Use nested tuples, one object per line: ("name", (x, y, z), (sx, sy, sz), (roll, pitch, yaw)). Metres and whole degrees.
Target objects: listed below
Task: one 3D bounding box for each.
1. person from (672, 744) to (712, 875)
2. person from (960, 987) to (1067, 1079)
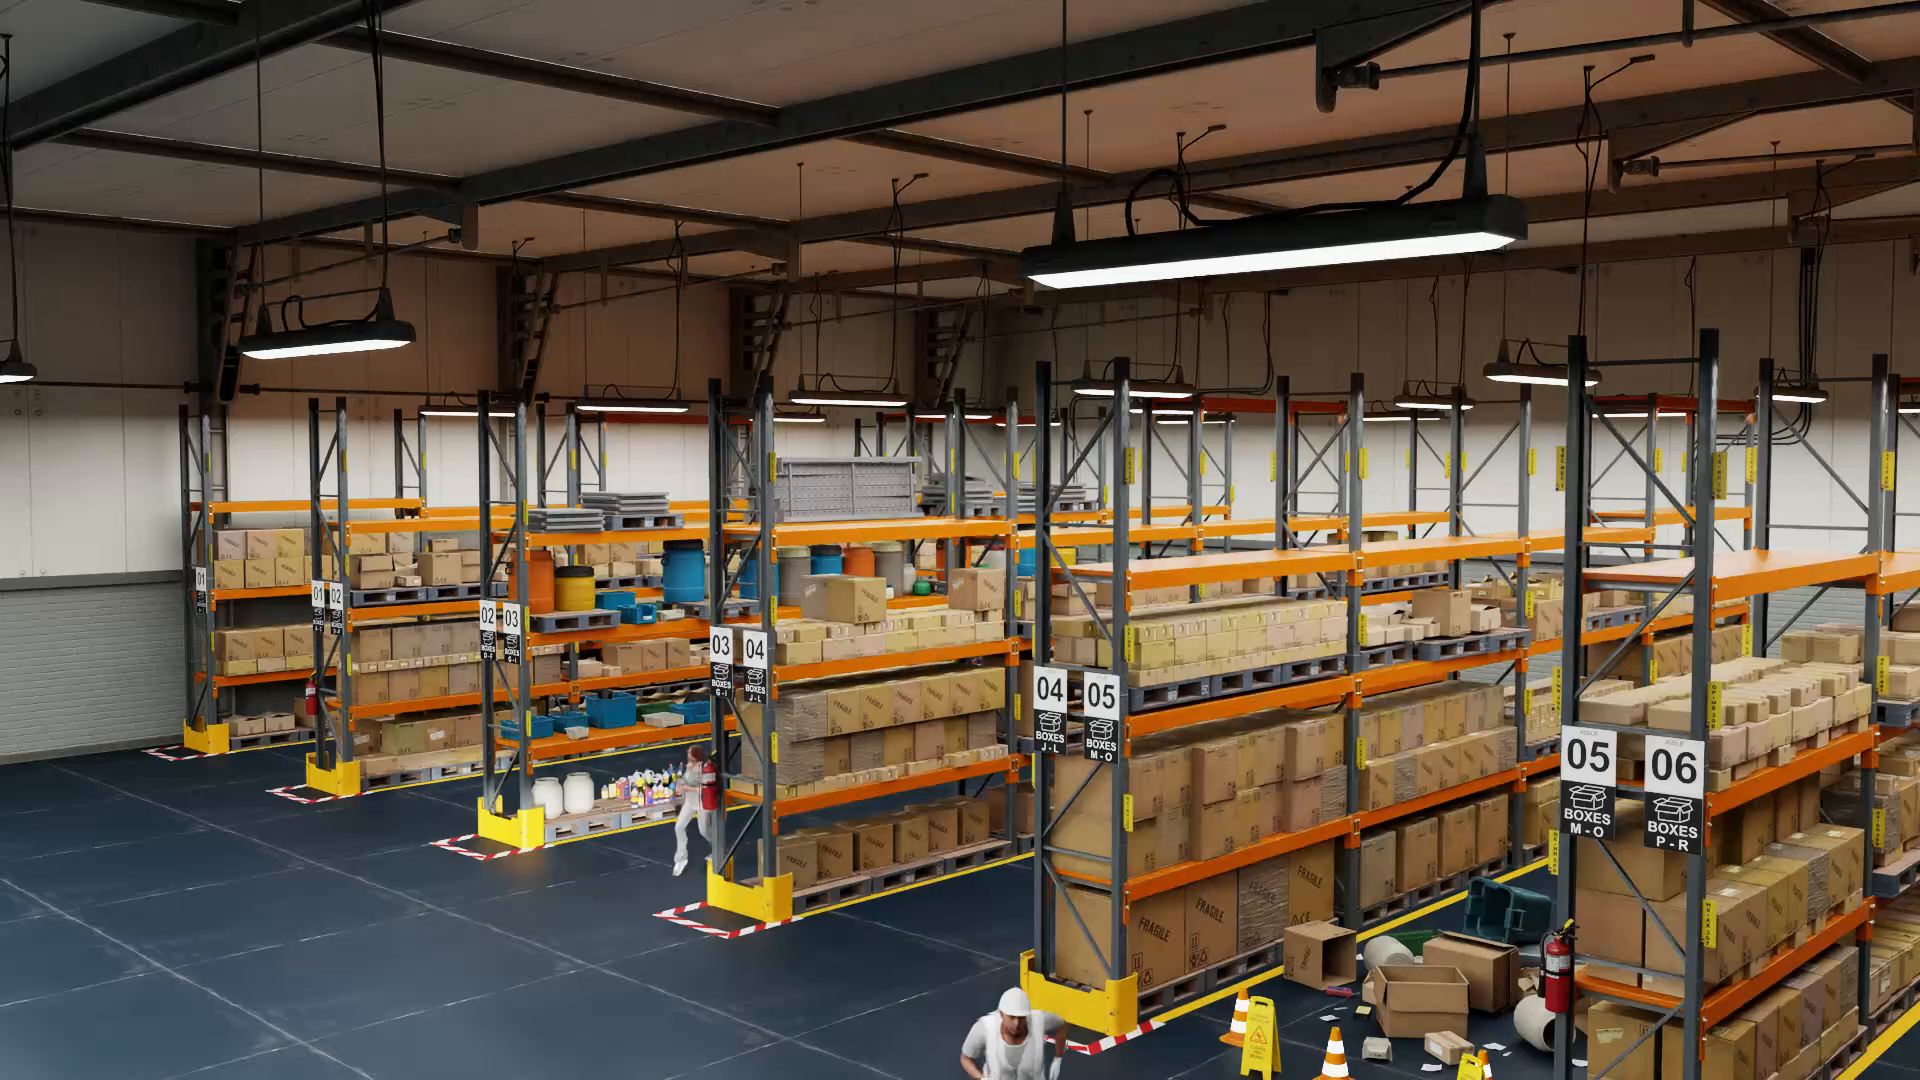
("person", (-3.175, 3.305, 20.510), (0.534, 1.637, 0.764), (3, 4, 42))
("person", (0.347, 3.746, 11.169), (0.728, 1.729, 1.055), (0, 3, -6))
